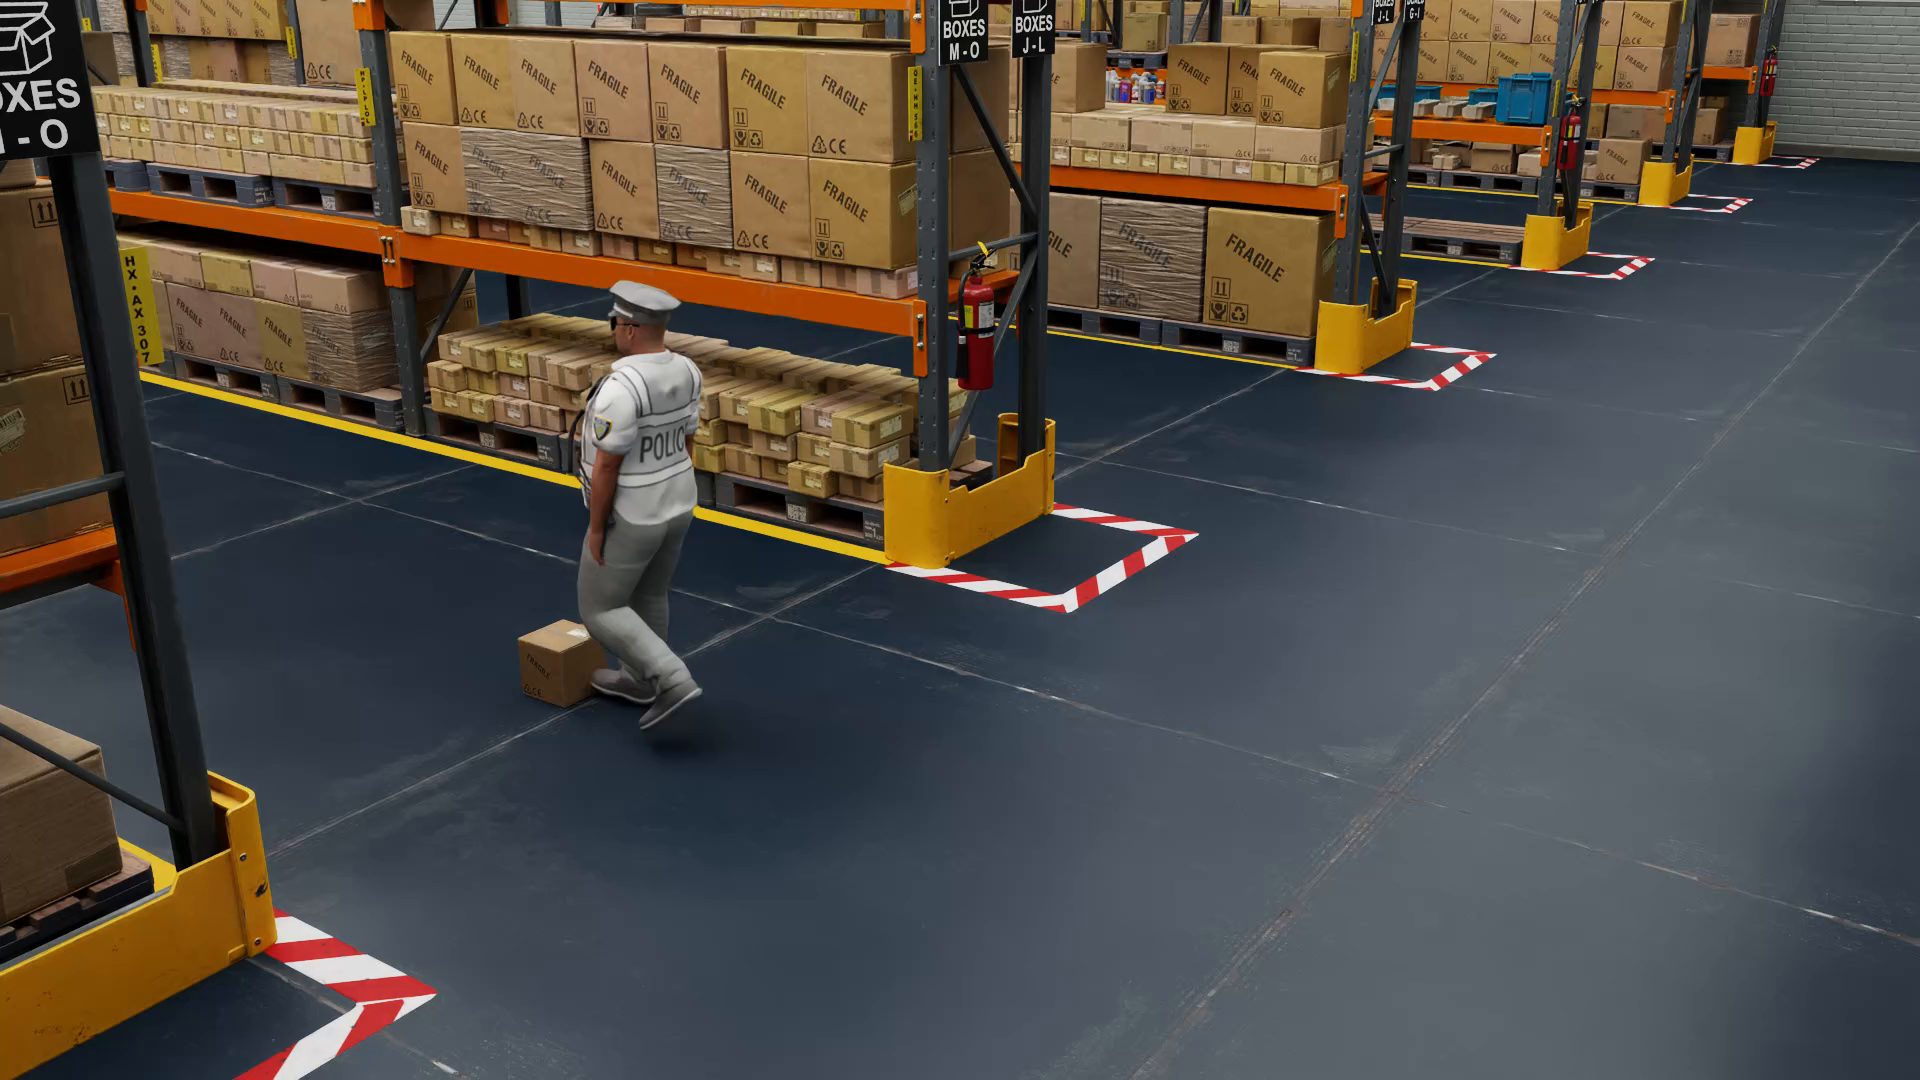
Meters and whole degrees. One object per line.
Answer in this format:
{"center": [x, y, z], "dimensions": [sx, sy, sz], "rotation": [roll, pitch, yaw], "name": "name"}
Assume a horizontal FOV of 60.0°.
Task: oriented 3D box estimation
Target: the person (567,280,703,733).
{"center": [-1.252, -0.122, 6.355], "dimensions": [0.742, 1.749, 0.551], "rotation": [10, 22, 26], "name": "person"}
